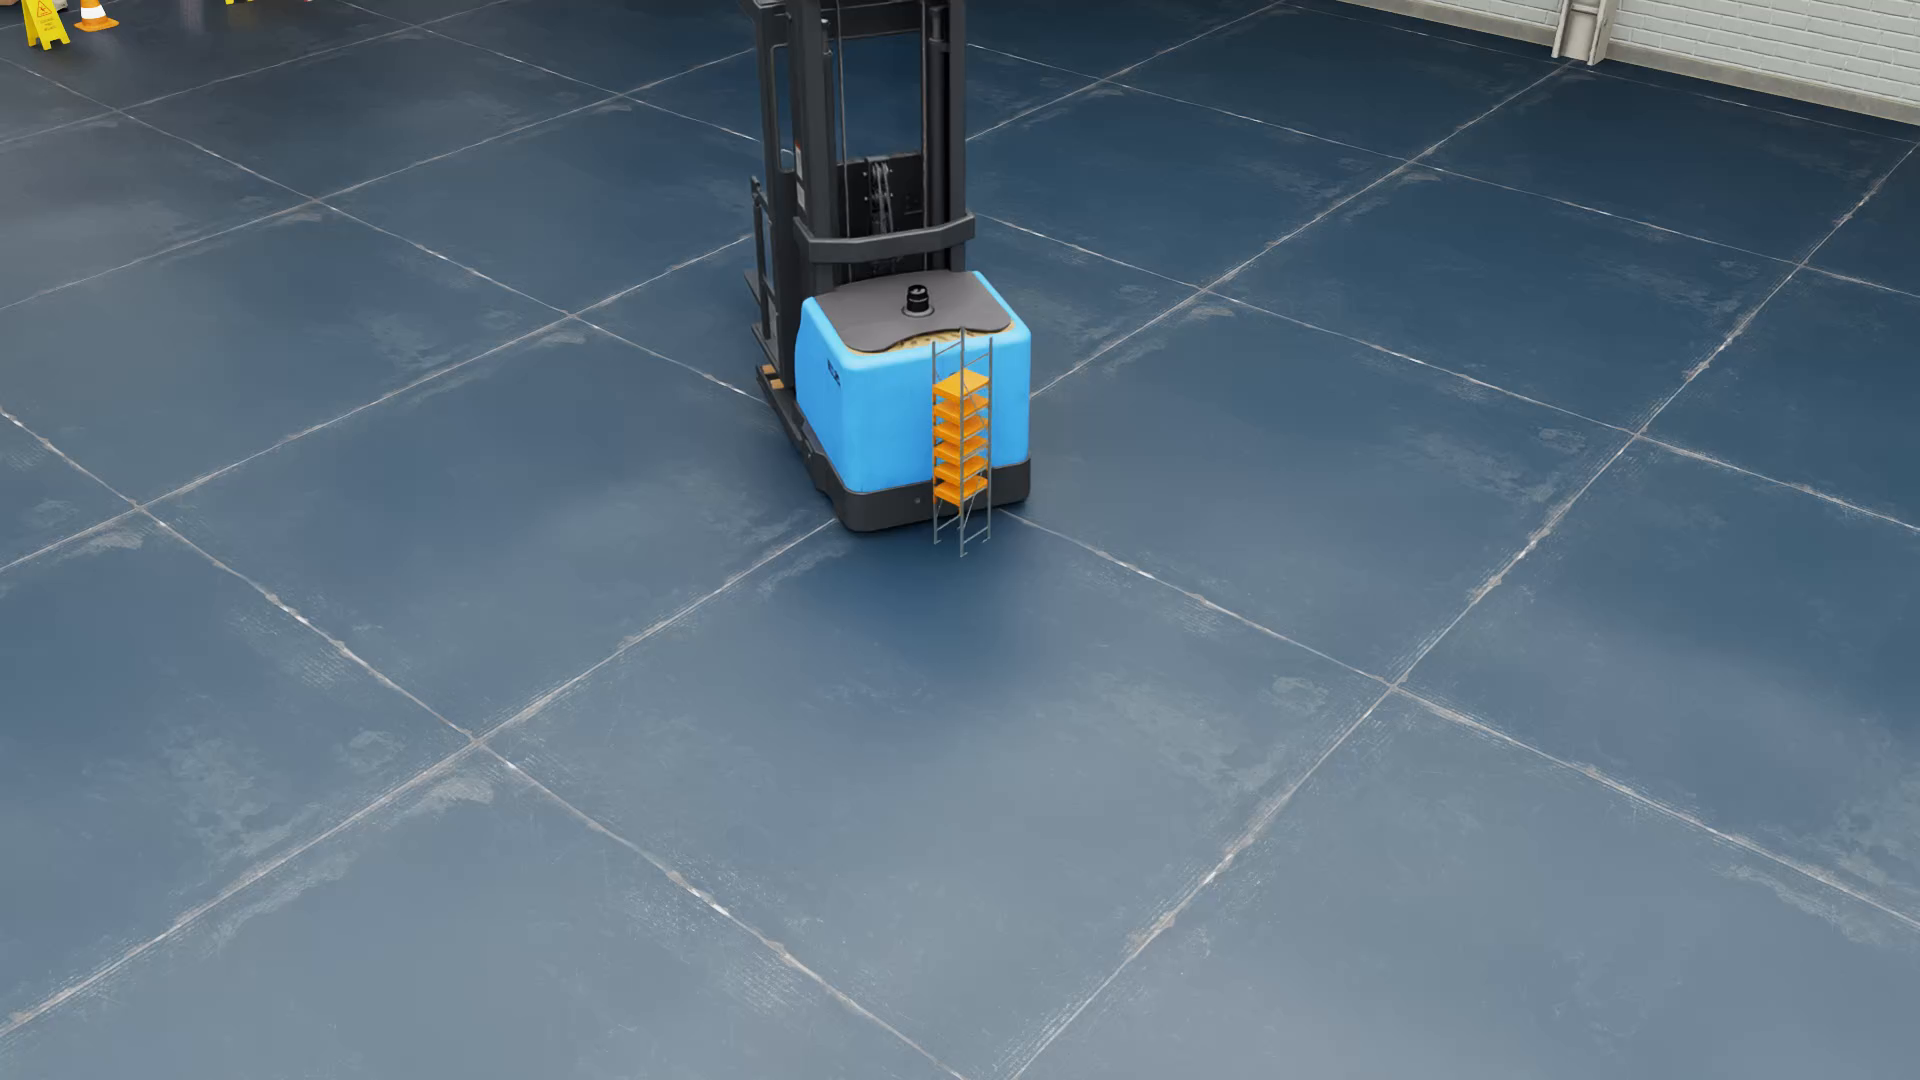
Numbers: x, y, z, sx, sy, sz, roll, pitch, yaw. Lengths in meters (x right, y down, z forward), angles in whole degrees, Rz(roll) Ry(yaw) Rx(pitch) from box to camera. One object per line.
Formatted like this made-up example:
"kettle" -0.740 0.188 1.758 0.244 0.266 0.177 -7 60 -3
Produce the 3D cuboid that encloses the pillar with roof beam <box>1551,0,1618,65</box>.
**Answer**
"pillar with roof beam" 2.940 -6.286 10.036 0.400 9.000 9.100 25 42 32

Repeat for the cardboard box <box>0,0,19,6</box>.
"cardboard box" -9.712 -5.733 16.735 0.637 0.503 0.797 0 34 0

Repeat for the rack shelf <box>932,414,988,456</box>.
"rack shelf" 0.012 -0.550 8.439 0.180 0.103 0.258 26 42 33

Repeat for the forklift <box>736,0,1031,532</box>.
"forklift" -0.601 -2.082 9.274 1.130 2.935 3.031 -12 36 -16

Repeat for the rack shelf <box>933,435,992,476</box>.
"rack shelf" 0.012 -0.451 8.507 0.180 0.103 0.258 26 42 33

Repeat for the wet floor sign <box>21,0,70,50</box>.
"wet floor sign" -8.543 -4.917 15.422 0.232 0.644 0.267 18 38 24

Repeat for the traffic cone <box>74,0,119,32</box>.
"traffic cone" -8.347 -5.170 15.951 0.334 0.463 0.336 25 42 32

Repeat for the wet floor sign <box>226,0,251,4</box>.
"wet floor sign" -7.281 -5.722 16.594 0.267 0.644 0.232 -18 38 -25

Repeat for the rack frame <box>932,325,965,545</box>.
"rack frame" -0.057 -0.522 8.531 0.006 1.200 0.240 26 42 33

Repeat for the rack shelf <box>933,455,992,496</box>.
"rack shelf" 0.012 -0.352 8.575 0.180 0.103 0.258 26 42 33

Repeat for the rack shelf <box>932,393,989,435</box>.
"rack shelf" 0.012 -0.649 8.372 0.180 0.103 0.258 26 42 33

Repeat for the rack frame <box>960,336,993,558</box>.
"rack frame" 0.081 -0.454 8.433 0.006 1.200 0.240 26 42 33

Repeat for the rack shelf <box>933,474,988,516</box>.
"rack shelf" 0.012 -0.253 8.643 0.180 0.103 0.258 26 42 33

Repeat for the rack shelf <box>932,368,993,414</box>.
"rack shelf" 0.012 -0.748 8.304 0.180 0.103 0.258 26 42 33

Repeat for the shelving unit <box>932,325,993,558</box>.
"shelving unit" 0.012 -0.488 8.482 0.189 1.200 0.258 26 42 33

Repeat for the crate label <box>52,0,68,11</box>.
"crate label" -8.991 -5.293 16.419 0.298 0.136 0.250 6 35 8
